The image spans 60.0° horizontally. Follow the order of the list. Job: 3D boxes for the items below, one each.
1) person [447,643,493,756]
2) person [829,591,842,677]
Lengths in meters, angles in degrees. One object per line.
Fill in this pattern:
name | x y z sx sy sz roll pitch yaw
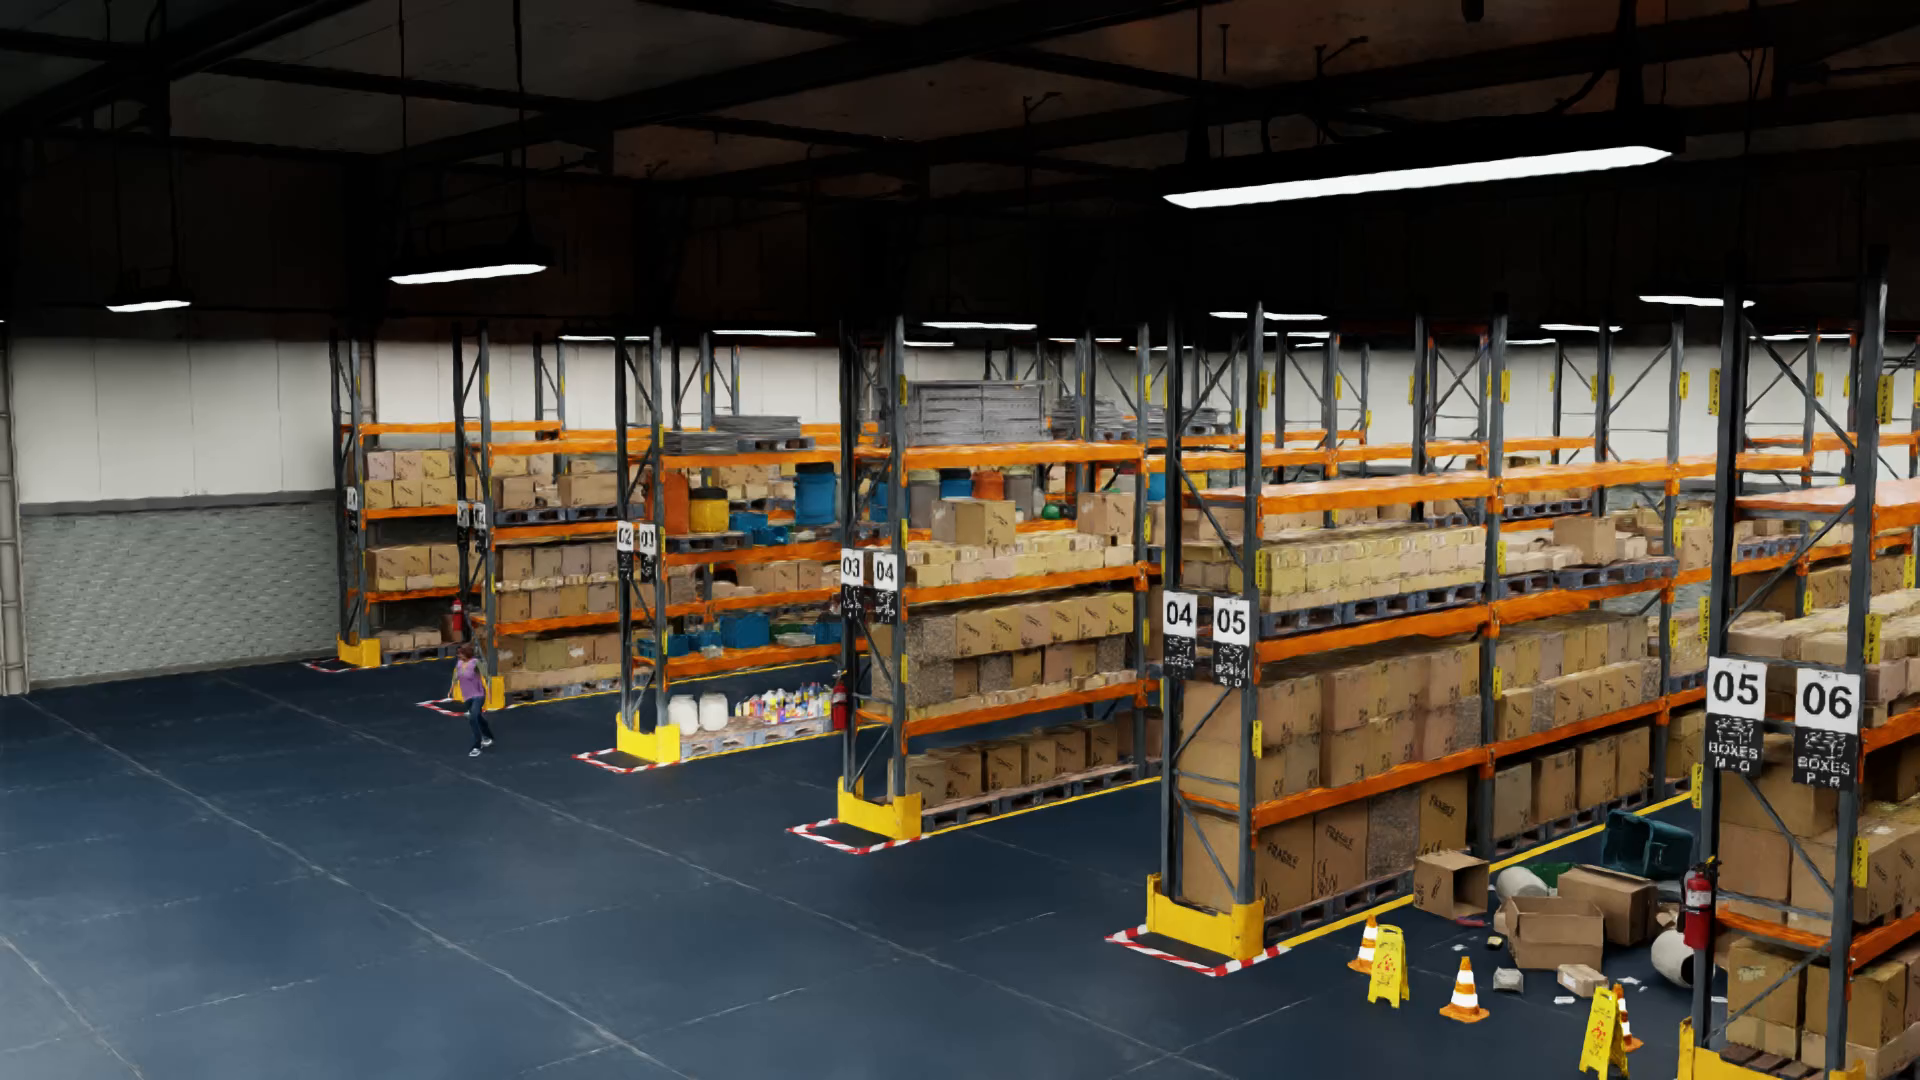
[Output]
person | -6.649 2.140 22.817 0.561 1.525 0.788 3 7 30
person | -1.997 1.625 28.215 0.519 1.528 0.566 -5 8 -44
